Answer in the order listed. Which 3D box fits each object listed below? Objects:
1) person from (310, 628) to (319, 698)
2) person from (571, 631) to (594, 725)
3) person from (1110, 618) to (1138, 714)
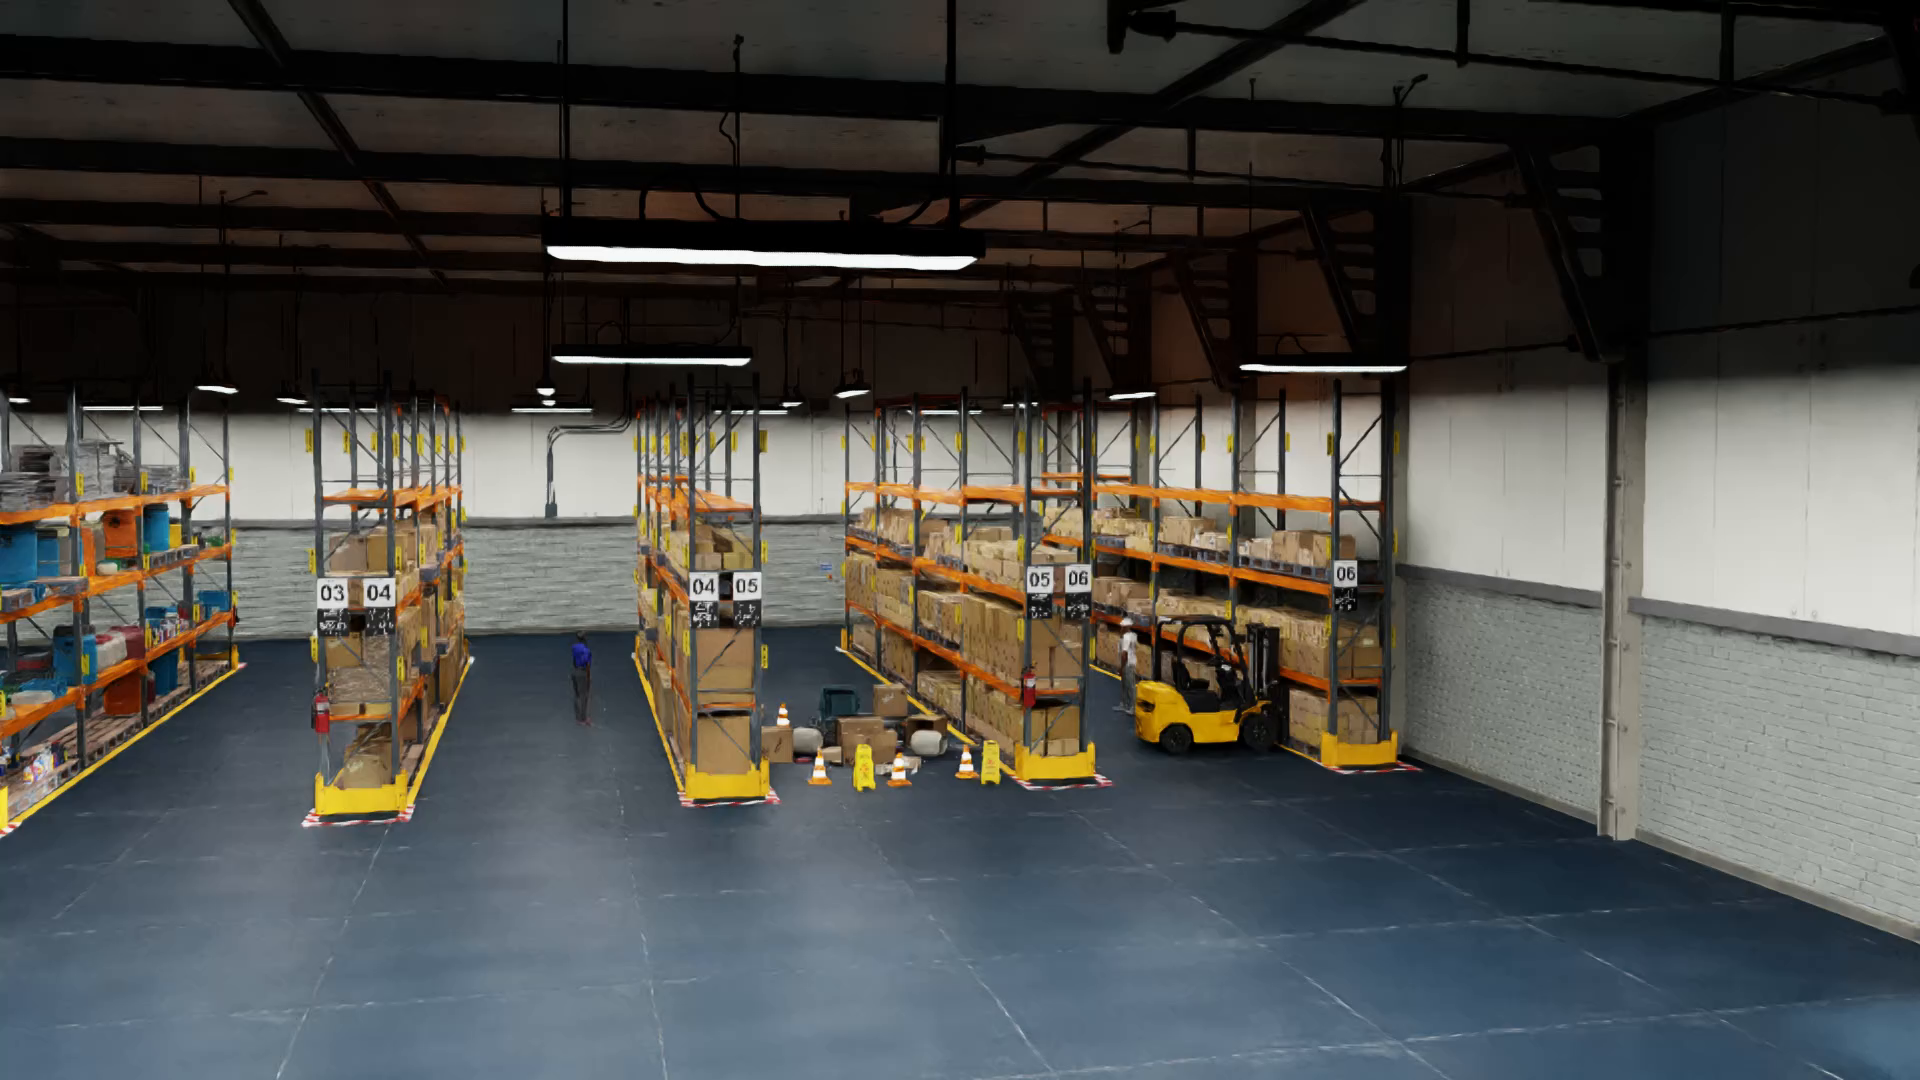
[{"bbox_3d":[-12.378,2.268,32.606,0.682,1.715,0.528,-1,3,-16],"label":"person"},{"bbox_3d":[-6.728,2.446,29.710,0.414,1.666,0.507,-3,5,-44],"label":"person"},{"bbox_3d":[3.075,2.321,30.923,0.574,1.764,0.669,1,3,14],"label":"person"}]
